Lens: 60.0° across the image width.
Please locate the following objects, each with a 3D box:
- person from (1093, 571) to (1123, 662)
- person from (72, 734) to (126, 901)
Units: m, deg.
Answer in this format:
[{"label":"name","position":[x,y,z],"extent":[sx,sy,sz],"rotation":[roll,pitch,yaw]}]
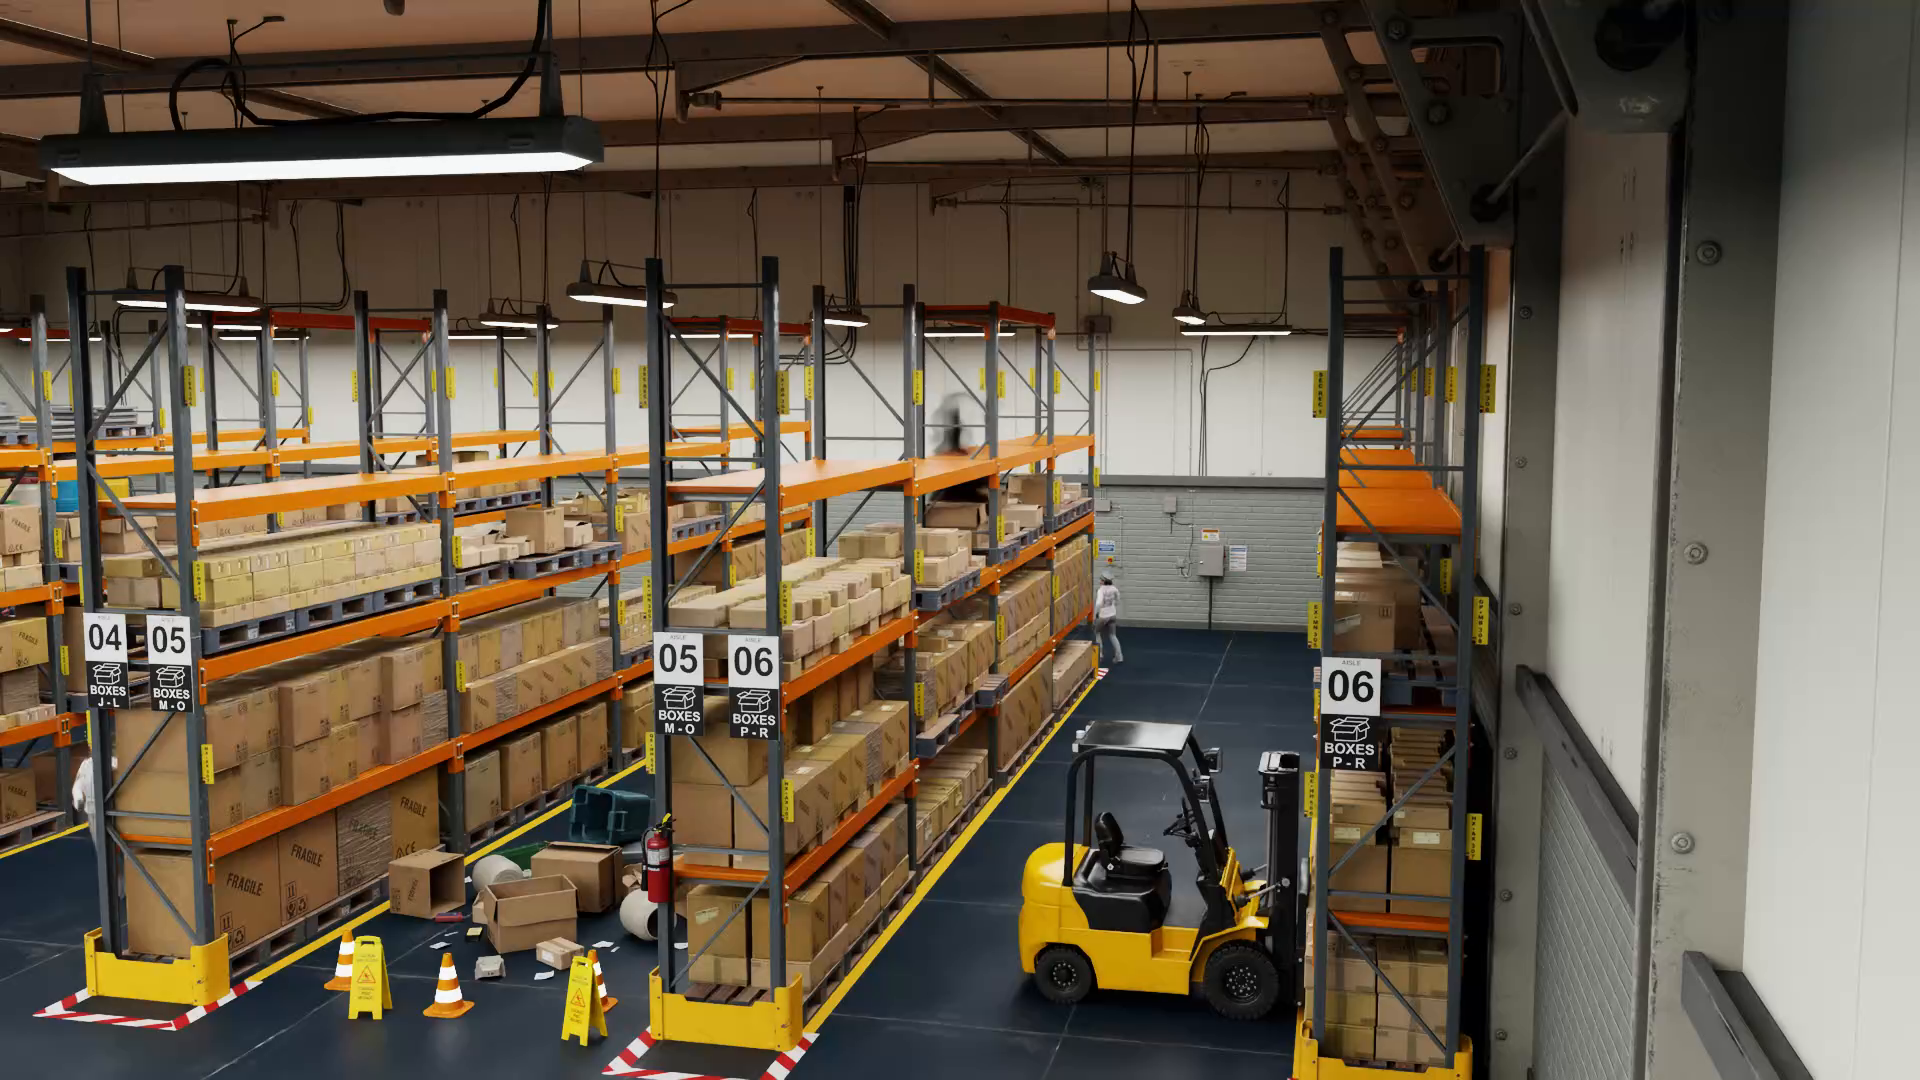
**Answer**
[{"label":"person","position":[2.532,1.376,29.434],"extent":[0.652,1.699,0.710],"rotation":[-3,6,-27]},{"label":"person","position":[-8.342,2.702,16.240],"extent":[0.632,1.717,0.675],"rotation":[1,6,6]}]
